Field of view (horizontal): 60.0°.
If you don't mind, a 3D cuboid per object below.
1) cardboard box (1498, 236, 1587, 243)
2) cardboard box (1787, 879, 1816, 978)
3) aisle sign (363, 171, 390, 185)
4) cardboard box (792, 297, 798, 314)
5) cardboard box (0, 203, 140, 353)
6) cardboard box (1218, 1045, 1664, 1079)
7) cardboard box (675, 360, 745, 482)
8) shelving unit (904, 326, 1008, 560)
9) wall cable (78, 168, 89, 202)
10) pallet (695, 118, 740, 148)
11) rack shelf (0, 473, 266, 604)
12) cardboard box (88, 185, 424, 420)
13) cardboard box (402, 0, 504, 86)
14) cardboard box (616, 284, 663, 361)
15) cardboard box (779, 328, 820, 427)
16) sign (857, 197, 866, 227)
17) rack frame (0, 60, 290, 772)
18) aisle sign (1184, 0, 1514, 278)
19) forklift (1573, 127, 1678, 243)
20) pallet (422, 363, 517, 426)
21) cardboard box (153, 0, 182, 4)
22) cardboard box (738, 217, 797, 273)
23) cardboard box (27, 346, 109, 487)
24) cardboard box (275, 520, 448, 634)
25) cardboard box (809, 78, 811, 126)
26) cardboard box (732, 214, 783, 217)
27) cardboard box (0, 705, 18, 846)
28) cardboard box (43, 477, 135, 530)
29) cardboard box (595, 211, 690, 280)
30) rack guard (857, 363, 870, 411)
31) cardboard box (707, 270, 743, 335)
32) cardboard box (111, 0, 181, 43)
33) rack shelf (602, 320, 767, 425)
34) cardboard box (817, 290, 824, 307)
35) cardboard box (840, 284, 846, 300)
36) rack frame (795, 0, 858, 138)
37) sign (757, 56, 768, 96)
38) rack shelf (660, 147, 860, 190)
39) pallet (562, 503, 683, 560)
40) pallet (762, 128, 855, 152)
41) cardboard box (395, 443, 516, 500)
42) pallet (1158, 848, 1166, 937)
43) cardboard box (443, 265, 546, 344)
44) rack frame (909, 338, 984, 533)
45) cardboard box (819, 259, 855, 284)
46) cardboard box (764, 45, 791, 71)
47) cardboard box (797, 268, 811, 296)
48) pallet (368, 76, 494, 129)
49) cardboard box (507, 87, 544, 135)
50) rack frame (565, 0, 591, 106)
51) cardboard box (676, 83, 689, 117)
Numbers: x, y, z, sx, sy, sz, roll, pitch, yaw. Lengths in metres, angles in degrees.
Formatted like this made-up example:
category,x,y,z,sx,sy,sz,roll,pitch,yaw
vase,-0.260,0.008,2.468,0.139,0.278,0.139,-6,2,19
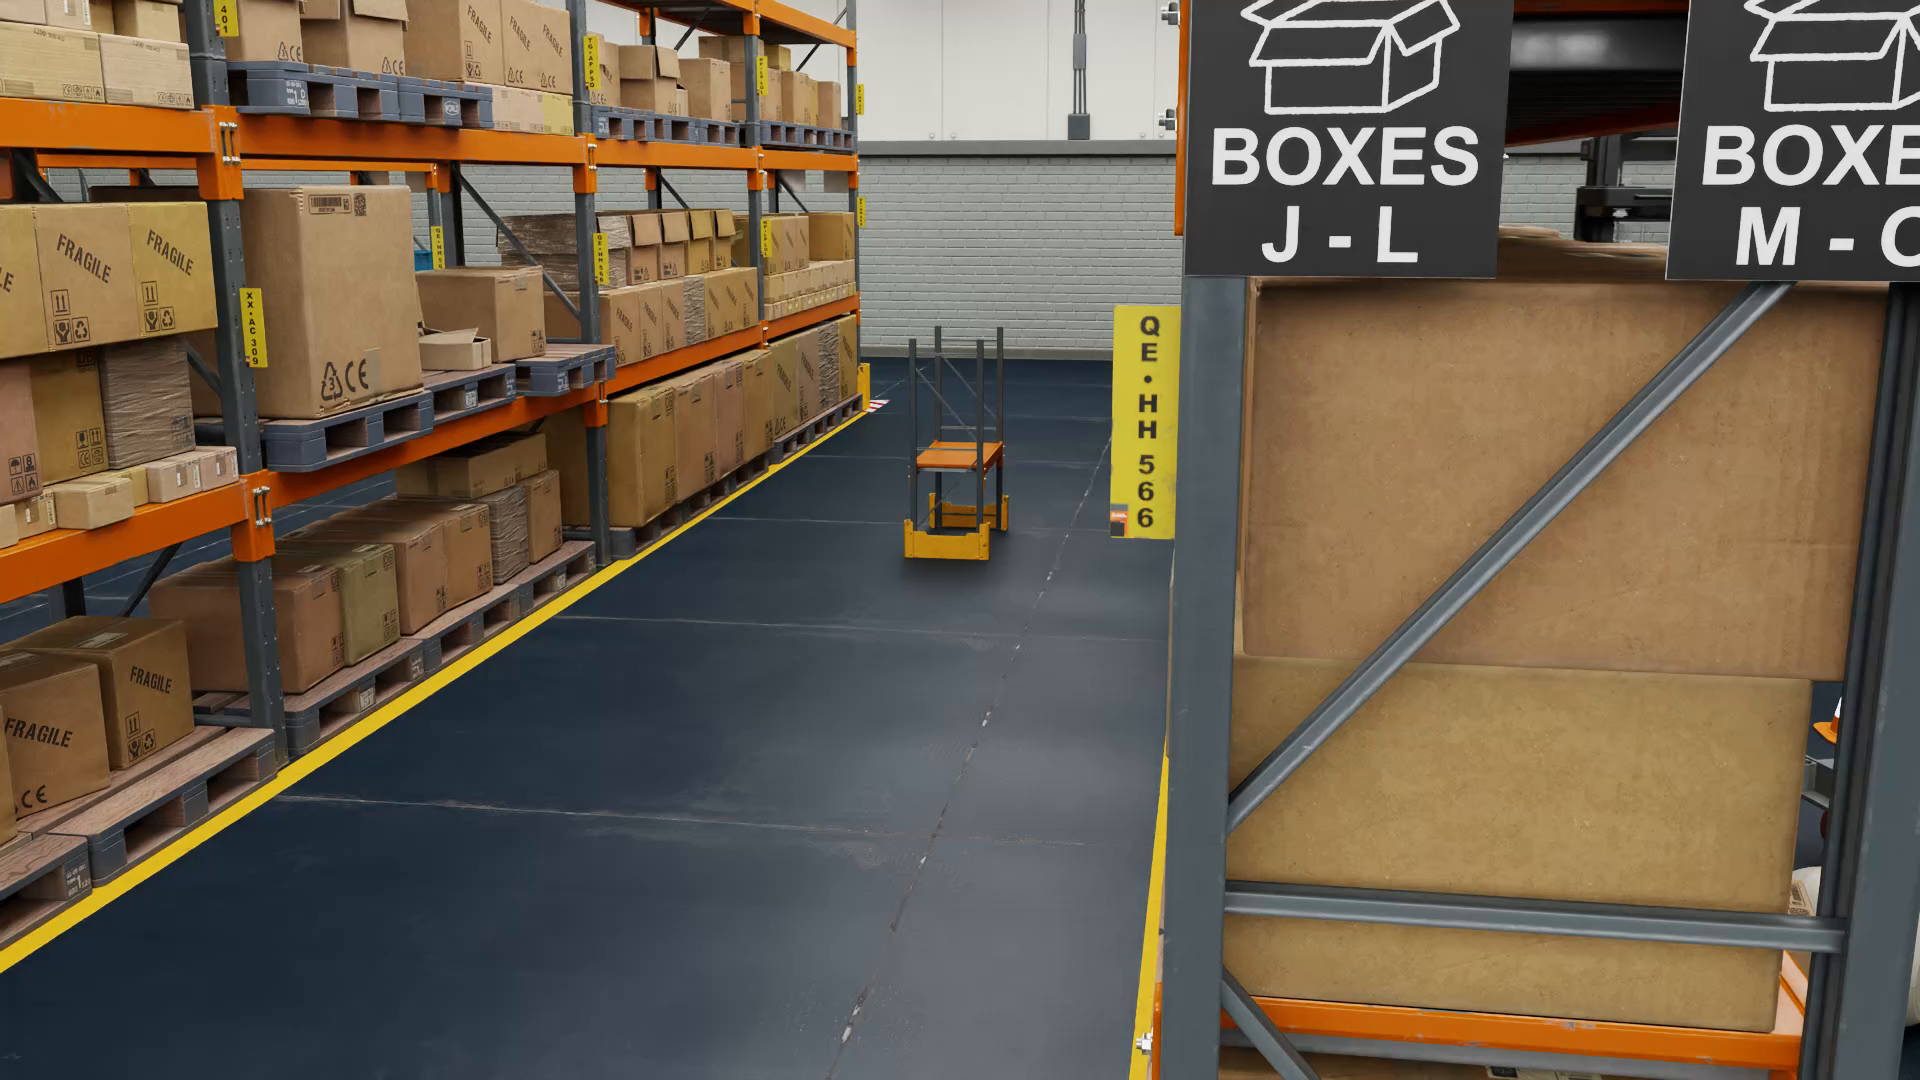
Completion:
category,x,y,z,sx,sy,sz,roll,pitch,yaw
cardboard box,1.058,-0.481,4.185,0.875,0.550,0.500,2,12,9
cardboard box,2.186,1.285,4.838,0.500,0.500,0.500,4,13,18
aisle sign,-6.806,-4.428,19.248,0.394,0.787,0.004,2,12,9
cardboard box,-1.751,-2.231,15.824,0.380,0.149,0.250,2,12,7
cardboard box,-3.348,-0.950,5.965,0.500,0.500,0.500,2,12,9
cardboard box,0.835,1.231,3.209,0.875,0.875,0.875,2,12,9
cardboard box,-2.460,-0.986,13.494,1.225,0.875,0.875,1,12,7
shelving unit,-0.012,-0.717,11.762,0.587,1.500,1.083,2,12,9
wall cable,-15.089,-6.034,26.002,3.097,2.526,0.112,2,12,9
pallet,-2.337,-3.319,13.610,0.805,0.209,1.217,1,12,6
rack shelf,-3.782,0.294,5.216,1.077,0.370,4.000,2,12,9
cardboard box,-3.214,-1.133,7.711,1.000,1.000,1.000,2,12,9
cardboard box,-2.845,-2.749,9.085,0.500,0.500,0.500,2,12,10
cardboard box,-2.439,-1.555,11.852,0.500,0.500,0.500,2,12,7
cardboard box,-1.925,-1.628,16.474,0.875,0.875,0.875,2,12,9
sign,-1.095,-3.633,18.421,0.100,0.325,0.005,2,12,9
rack frame,-3.475,-0.474,7.072,1.000,3.000,0.127,2,12,9
aisle sign,0.488,-0.725,2.067,0.394,0.787,0.004,2,12,9
forklift,4.386,-1.146,10.355,1.130,2.935,3.031,2,12,10
pallet,-3.123,-0.799,9.037,1.003,0.211,1.213,2,12,9
cardboard box,-3.292,-2.277,6.188,0.500,0.500,0.500,2,12,7
cardboard box,-1.835,-2.771,15.603,0.500,0.500,0.500,2,12,9
cardboard box,-3.717,-0.473,6.127,0.875,0.500,0.500,2,12,9
cardboard box,-3.181,0.191,8.877,0.700,0.500,0.500,1,12,4
cardboard box,-1.893,-4.409,16.739,0.700,0.500,0.500,1,12,5
cardboard box,-2.120,-3.107,17.161,0.500,0.500,0.500,2,12,7
cardboard box,-3.674,0.876,5.745,0.500,0.500,0.500,1,12,4
cardboard box,-3.291,-0.139,6.116,0.380,0.149,0.250,2,12,9
cardboard box,-2.531,-2.273,12.801,0.797,0.503,0.637,2,12,10
rack guard,-1.625,-1.755,18.949,1.175,0.500,0.348,2,12,9
cardboard box,-2.129,-1.979,13.819,0.500,0.500,0.500,2,12,10
cardboard box,-3.239,-1.985,6.372,0.380,0.149,0.250,2,12,10
rack shelf,-2.552,-1.371,12.943,1.077,0.370,4.000,2,12,9
cardboard box,-1.594,-2.446,16.819,0.380,0.149,0.250,2,12,10
cardboard box,-1.437,-2.658,17.801,0.380,0.149,0.250,2,12,9
rack frame,-1.629,-5.904,18.031,1.000,3.000,0.127,2,12,9
sign,-1.707,-3.996,14.323,0.100,0.325,0.005,2,12,9
rack shelf,-1.937,-3.670,16.491,1.077,0.370,4.000,2,12,9
pallet,-2.664,-0.105,11.979,1.003,0.211,1.213,2,12,9
pallet,-1.733,-4.240,17.638,1.003,0.211,1.213,2,12,9
cardboard box,-3.004,-0.415,9.908,0.500,0.250,0.500,3,13,15
pallet,1.216,1.227,5.799,1.003,0.211,1.213,2,12,9
cardboard box,-2.903,-1.447,10.353,0.500,0.500,0.500,0,12,2
rack frame,-0.091,-0.610,11.262,0.500,1.500,0.032,2,12,9
cardboard box,-1.441,-2.934,18.139,0.500,0.250,0.500,2,12,8
cardboard box,-1.950,-4.688,16.253,0.500,0.250,0.500,1,12,7
cardboard box,-1.758,-2.512,16.179,0.500,0.250,0.500,2,12,10
pallet,-3.118,-2.189,8.358,1.213,0.211,1.003,2,12,9
cardboard box,-2.753,-2.489,9.658,0.500,0.250,0.500,2,12,8
rack frame,-2.860,-4.239,10.303,1.000,3.000,0.127,2,12,9
cardboard box,-2.502,-3.542,13.402,0.500,0.311,0.500,1,12,7
